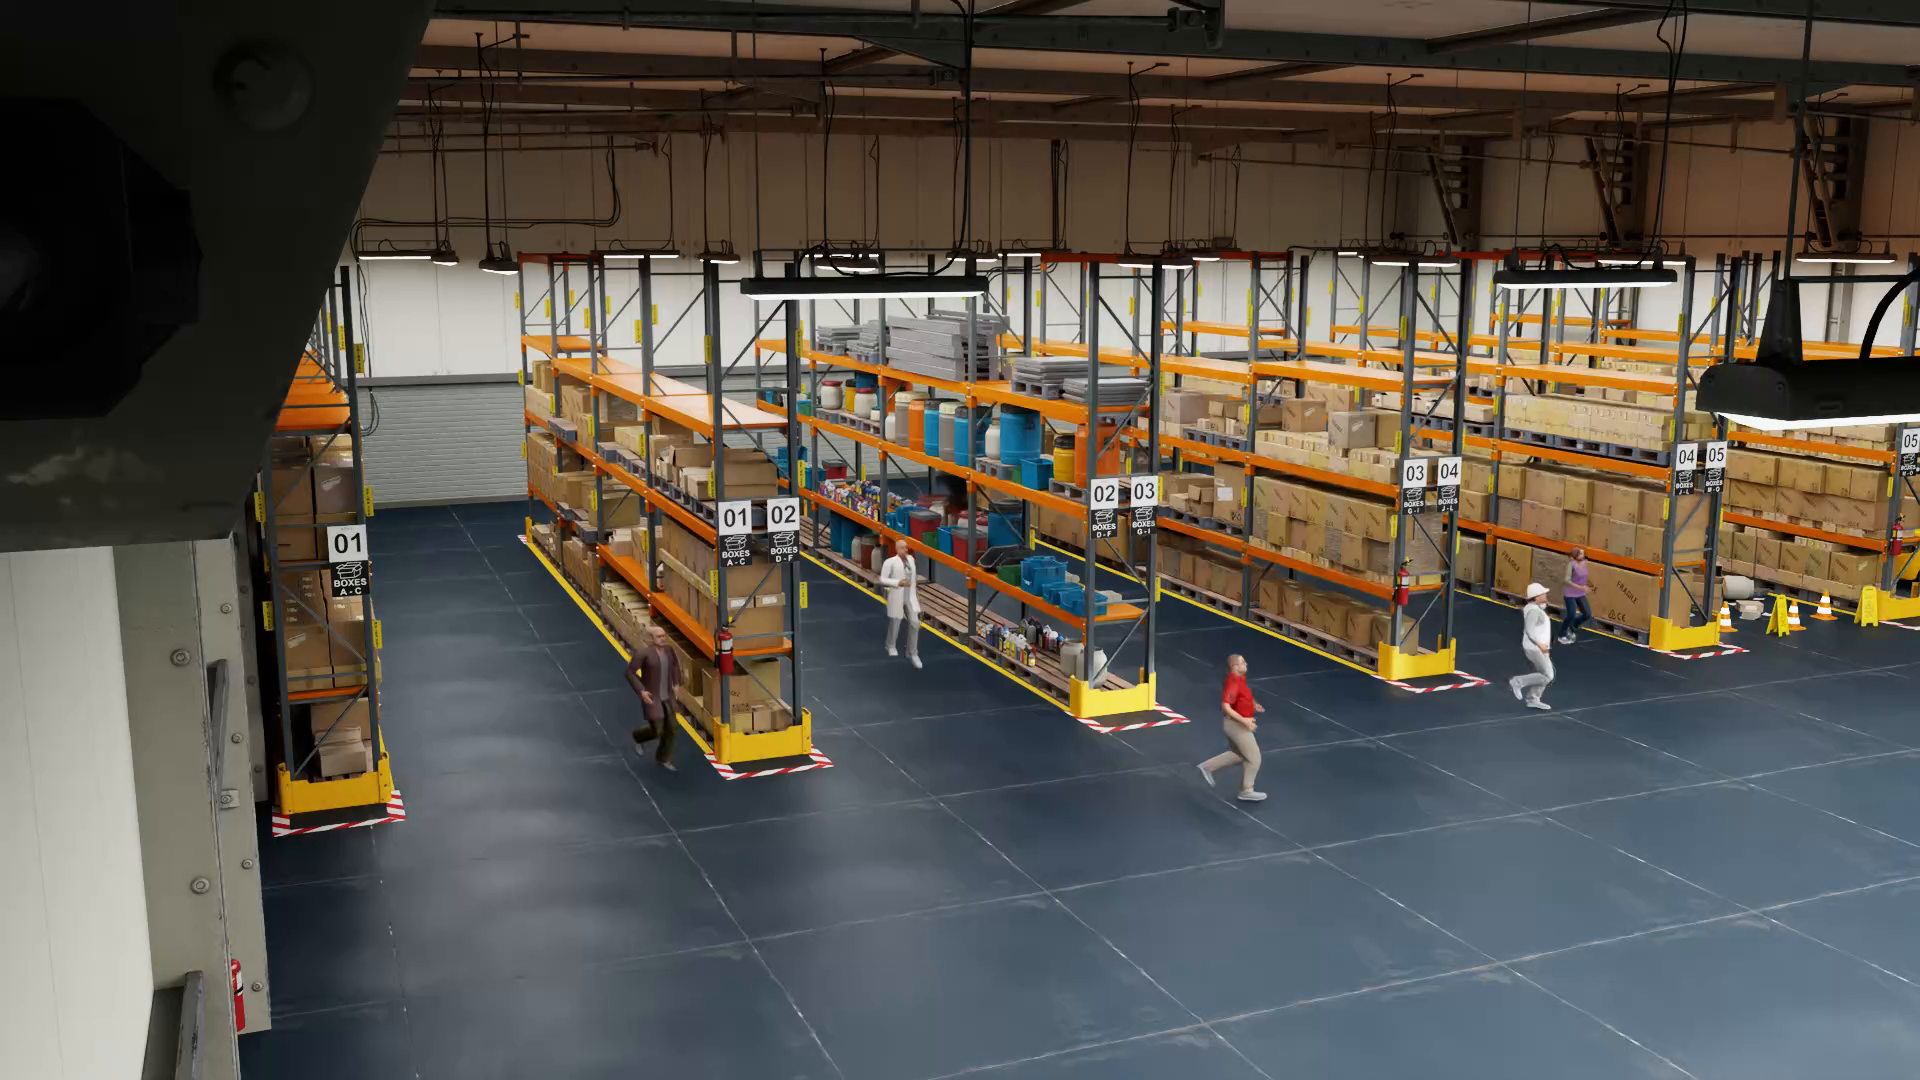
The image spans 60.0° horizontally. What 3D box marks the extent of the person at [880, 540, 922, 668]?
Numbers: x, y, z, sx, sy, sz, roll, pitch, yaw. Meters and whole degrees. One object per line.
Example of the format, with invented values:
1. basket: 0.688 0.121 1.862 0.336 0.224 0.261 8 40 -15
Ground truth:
1. person: -0.875 0.902 24.172 0.684 1.842 0.861 -5 12 -27

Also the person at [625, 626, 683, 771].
1. person: -3.688 1.932 20.008 0.656 1.693 0.761 9 14 41

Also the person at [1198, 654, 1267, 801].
1. person: 3.103 2.112 18.811 0.779 1.682 0.672 1 10 5

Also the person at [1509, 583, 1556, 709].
1. person: 7.750 1.434 22.477 0.587 1.730 0.671 3 11 15

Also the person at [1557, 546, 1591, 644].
1. person: 9.610 0.868 25.871 0.573 1.565 0.607 -6 12 -28
